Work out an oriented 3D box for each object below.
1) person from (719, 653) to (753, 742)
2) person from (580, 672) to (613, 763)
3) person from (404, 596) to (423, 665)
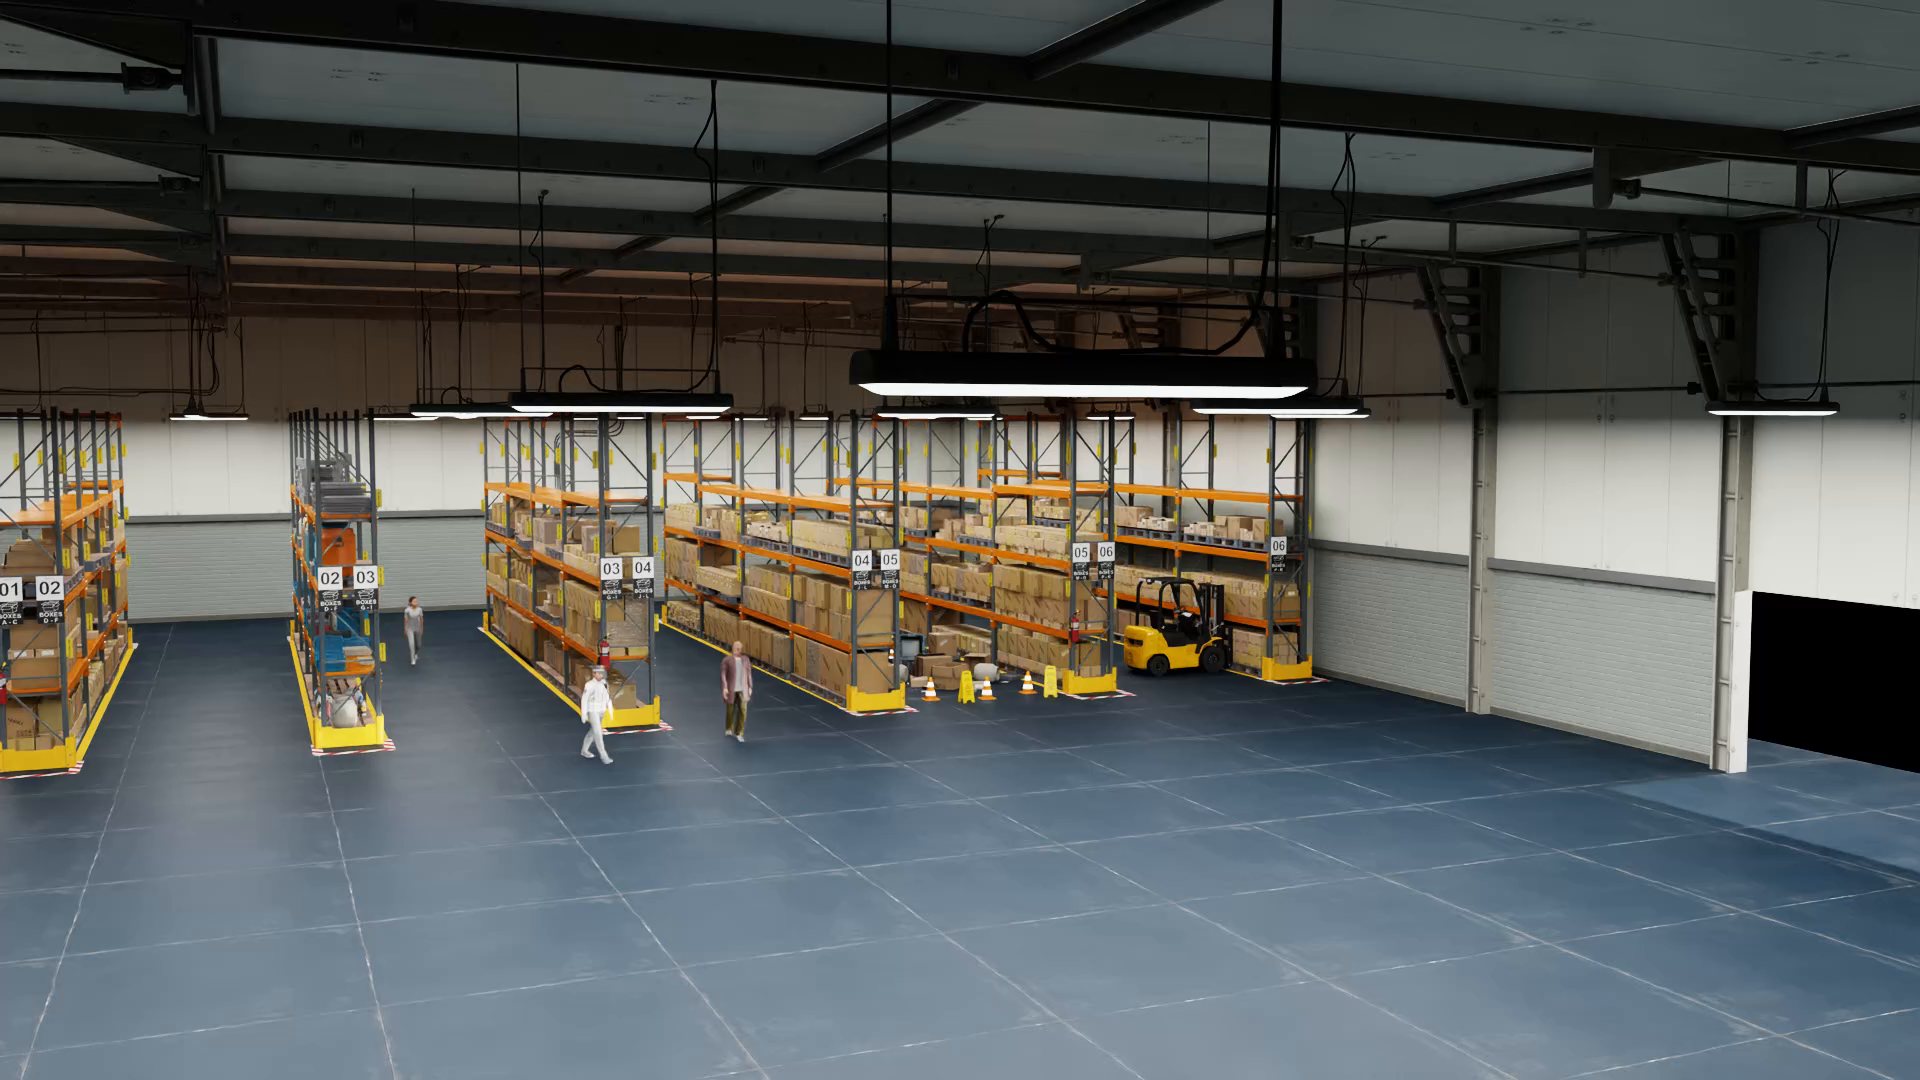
[{"bbox_3d":[-4.049,2.855,30.209,0.654,1.627,0.727,-2,4,-24],"label":"person"},{"bbox_3d":[-6.112,2.922,28.142,0.944,1.603,0.508,2,5,30],"label":"person"},{"bbox_3d":[-13.007,2.132,39.562,0.449,1.624,0.948,-2,4,-27],"label":"person"}]
